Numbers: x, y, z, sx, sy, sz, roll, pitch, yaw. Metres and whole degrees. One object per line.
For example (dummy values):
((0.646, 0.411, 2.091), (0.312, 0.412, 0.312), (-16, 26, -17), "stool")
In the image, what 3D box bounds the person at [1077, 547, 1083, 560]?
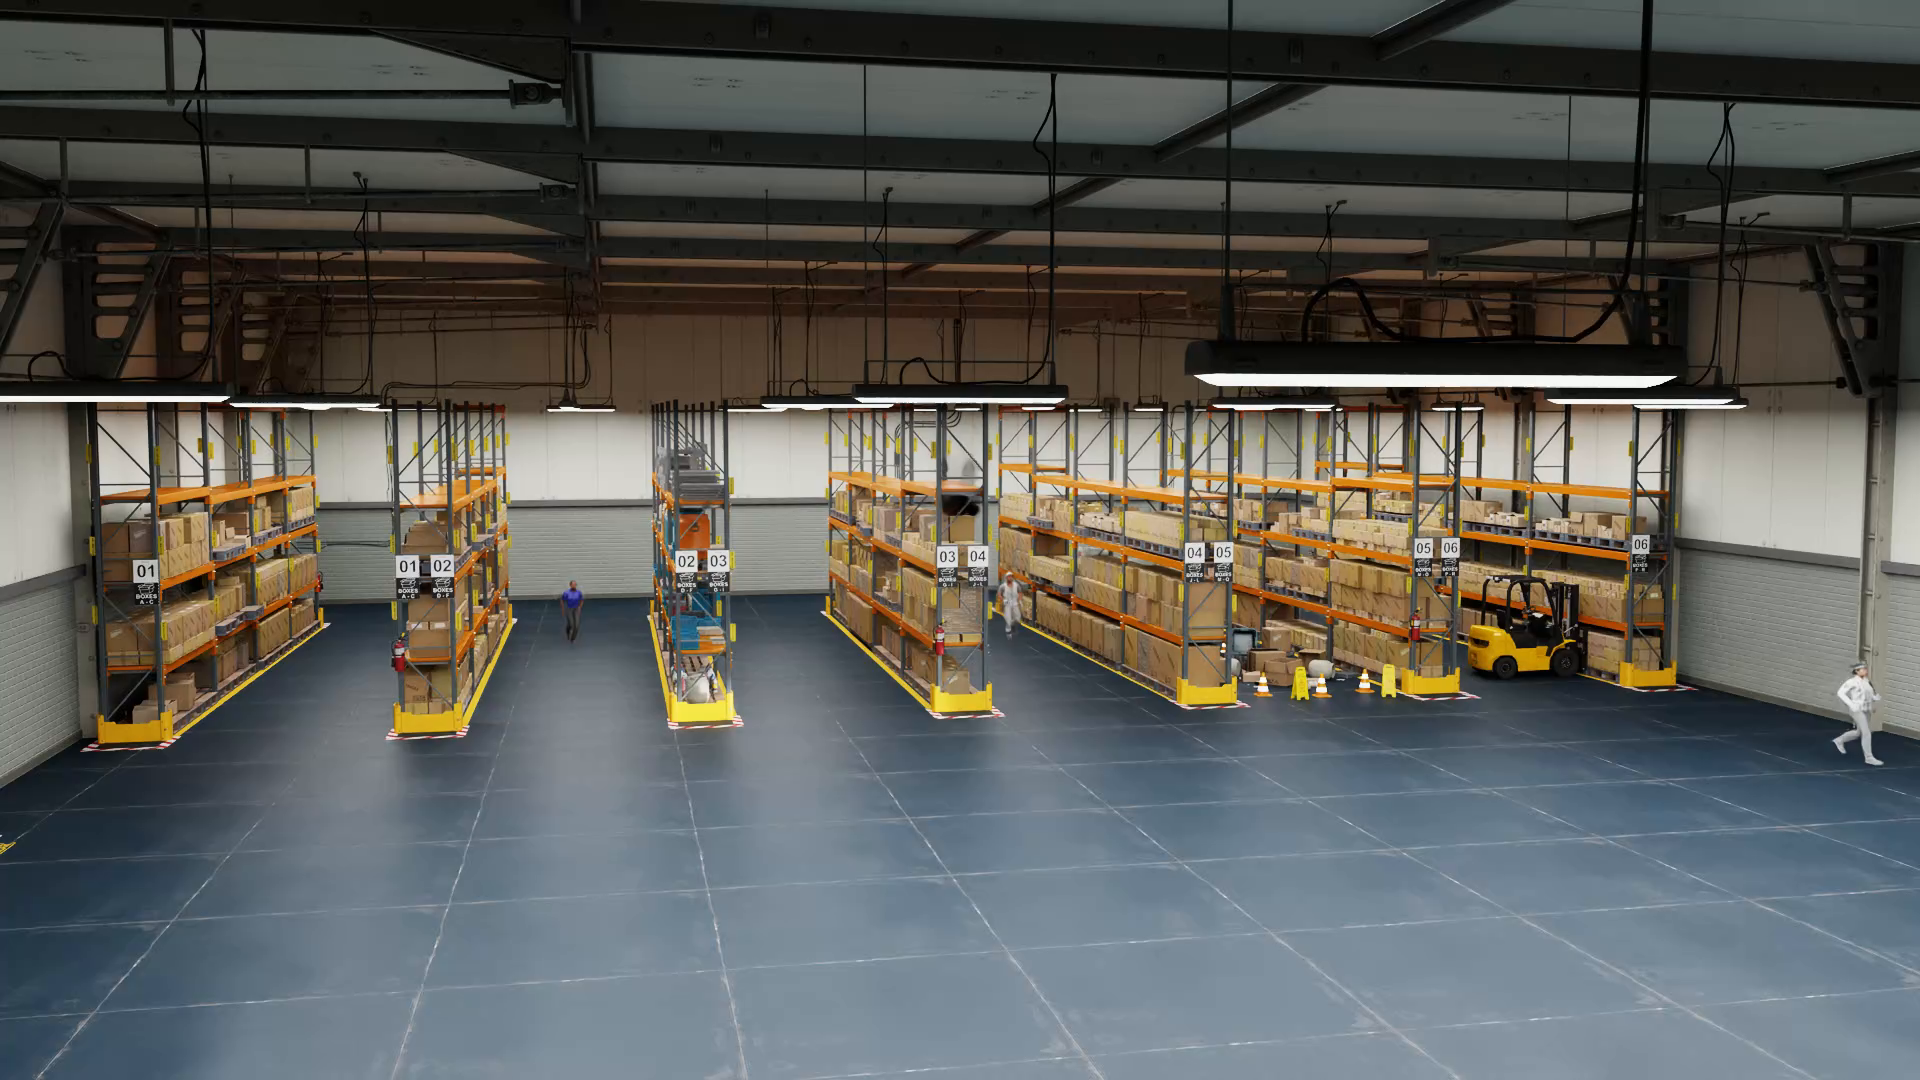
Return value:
((3.881, 1.085, 50.393), (0.952, 1.786, 0.678), (-1, 4, -13), "person")

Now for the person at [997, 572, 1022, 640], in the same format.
((1.289, 1.678, 42.284), (0.684, 1.728, 0.625), (-1, 4, -16), "person")

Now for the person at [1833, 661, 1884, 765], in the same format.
((14.788, 2.809, 27.349), (0.621, 1.670, 0.894), (-3, 5, -31), "person")

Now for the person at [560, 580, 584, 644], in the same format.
((-9.633, 1.814, 41.409), (0.558, 1.588, 0.589), (-2, 5, -24), "person")
